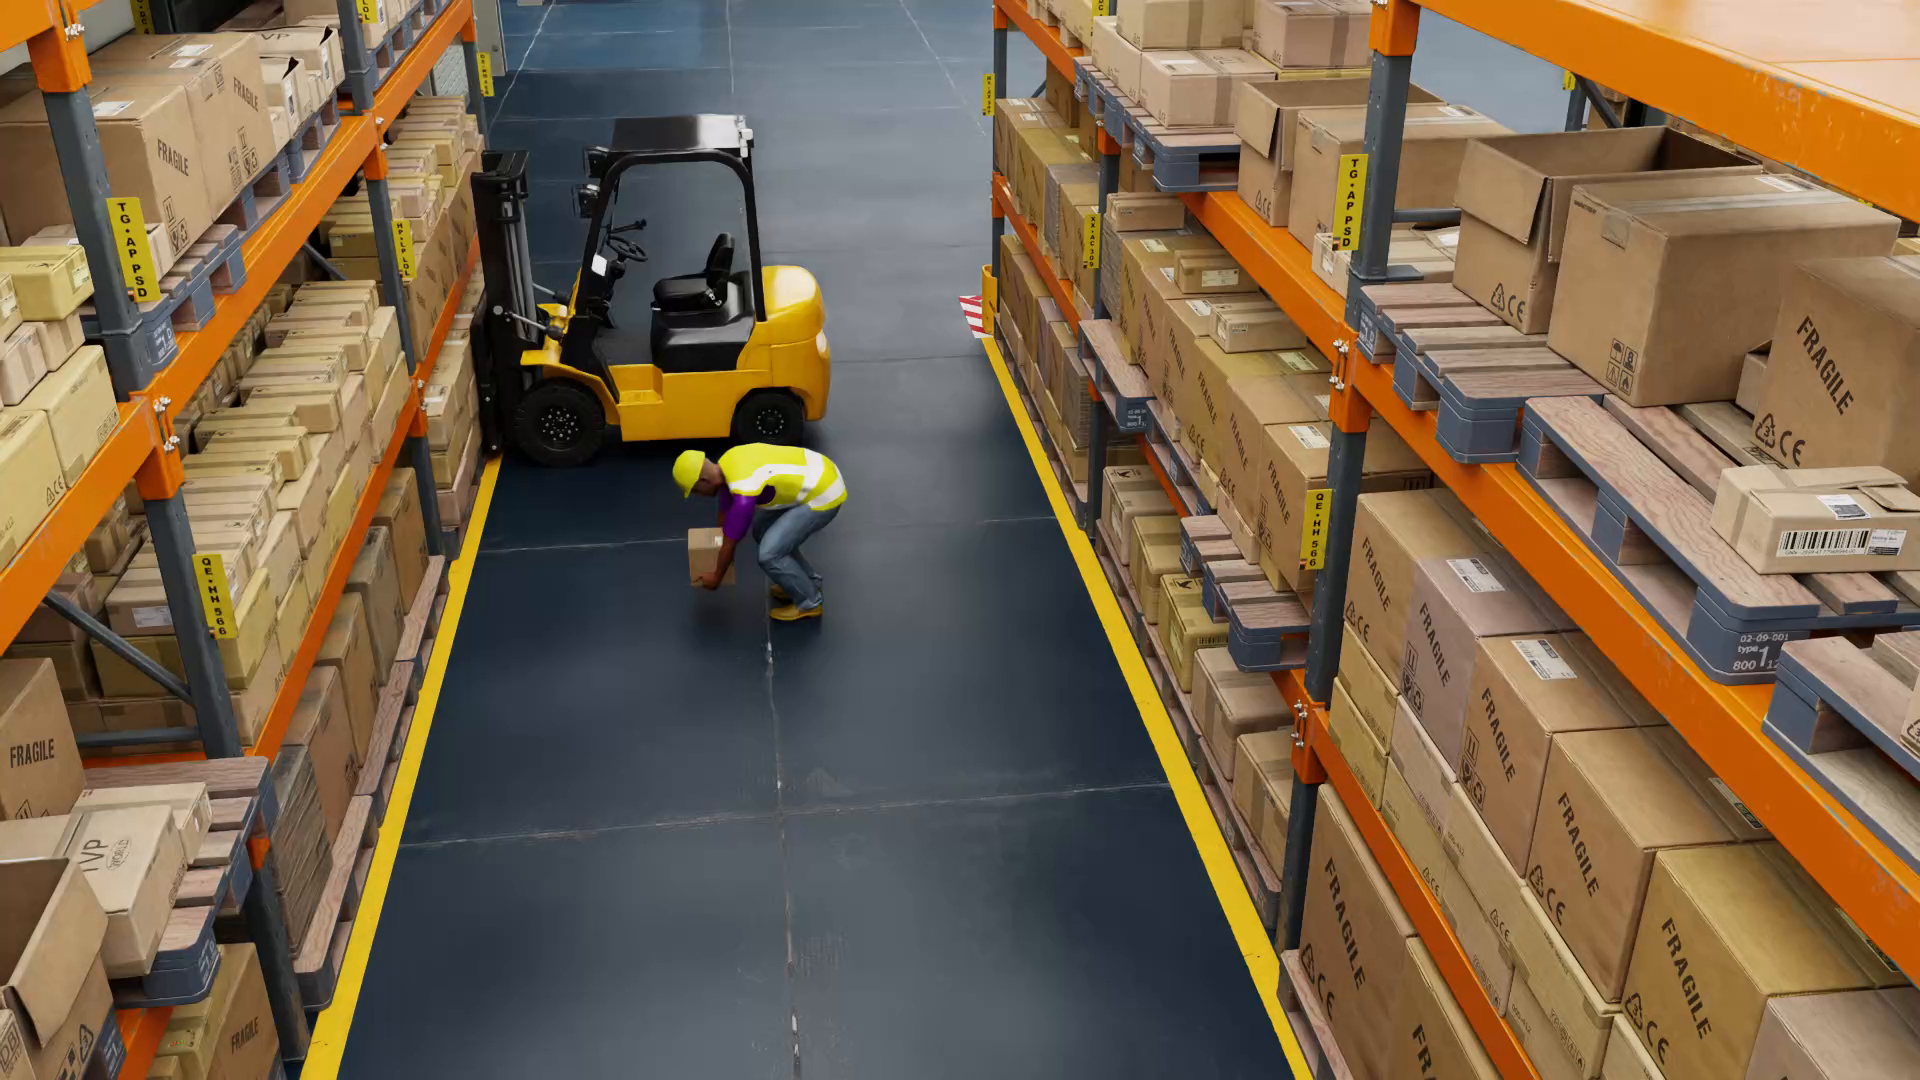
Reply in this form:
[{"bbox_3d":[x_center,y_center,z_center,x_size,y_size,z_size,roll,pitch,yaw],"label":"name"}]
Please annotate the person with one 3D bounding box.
[{"bbox_3d":[-1.125,-0.061,9.510,0.966,1.040,0.517,-5,27,-9],"label":"person"}]
